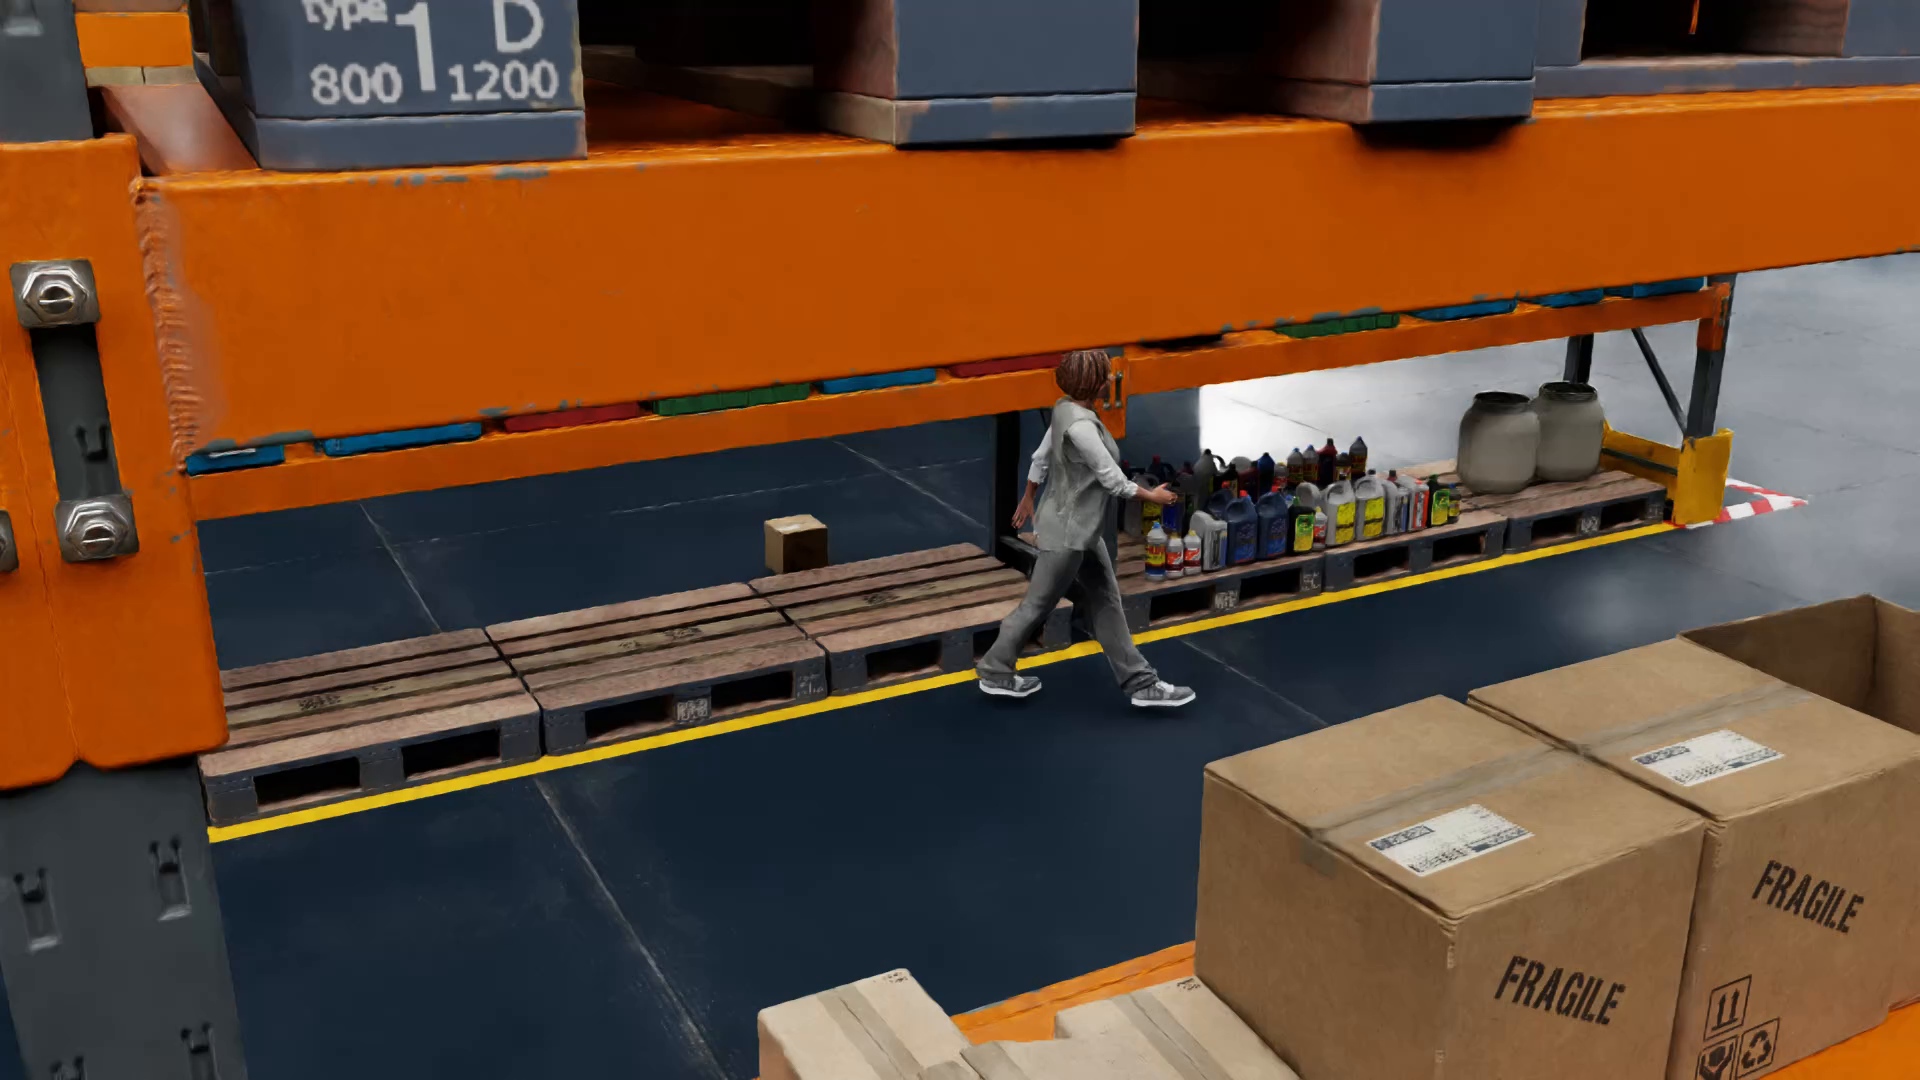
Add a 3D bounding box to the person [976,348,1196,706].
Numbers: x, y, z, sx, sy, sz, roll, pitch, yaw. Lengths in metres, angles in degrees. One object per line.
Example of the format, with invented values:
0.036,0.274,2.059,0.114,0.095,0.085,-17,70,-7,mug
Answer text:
0.520,-0.037,6.710,0.919,1.508,0.474,2,19,7,person
